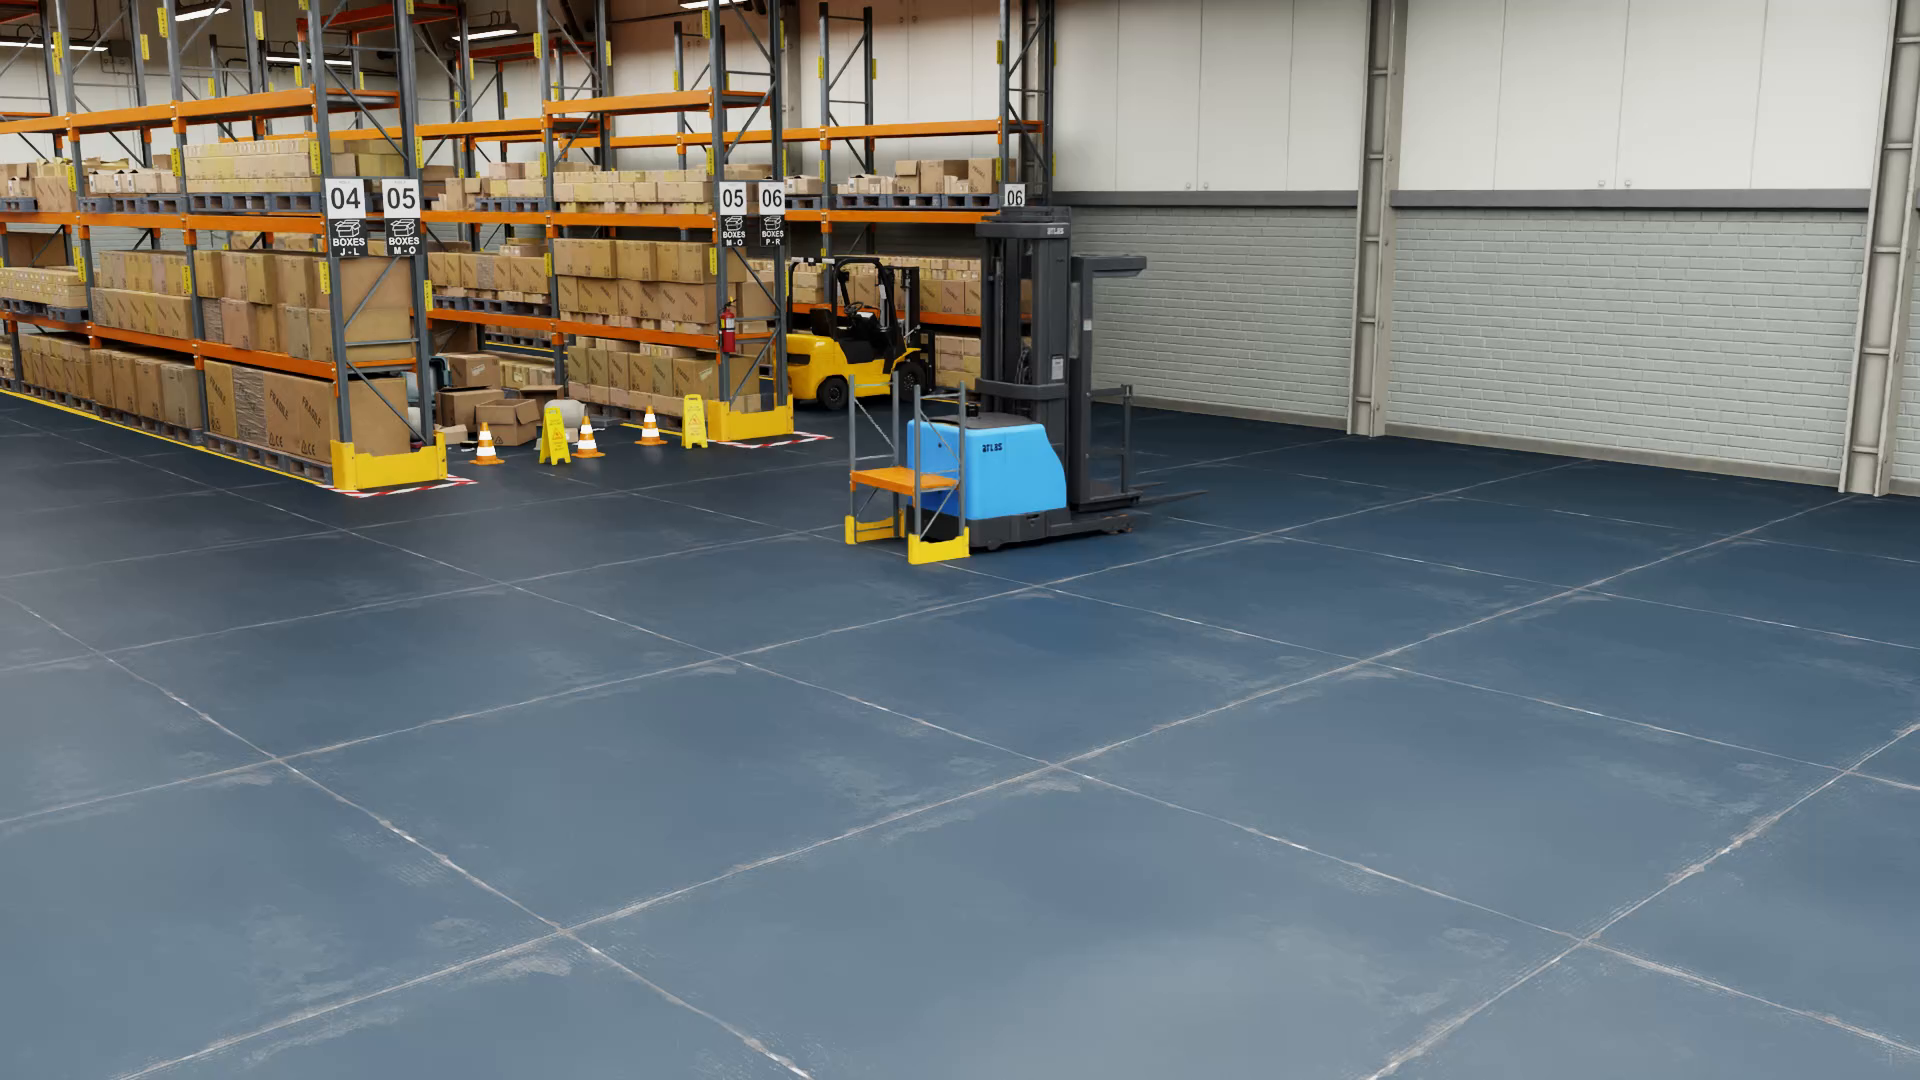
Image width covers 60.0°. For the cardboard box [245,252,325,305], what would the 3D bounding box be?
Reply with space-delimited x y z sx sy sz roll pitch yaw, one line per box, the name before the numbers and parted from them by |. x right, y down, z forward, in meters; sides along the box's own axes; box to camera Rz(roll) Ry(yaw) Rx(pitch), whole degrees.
cardboard box | -7.566 -2.983 18.907 0.875 0.550 0.500 -11 16 -43

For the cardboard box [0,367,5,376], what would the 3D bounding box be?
cardboard box | -15.295 -2.743 26.816 0.250 0.149 0.380 11 16 43

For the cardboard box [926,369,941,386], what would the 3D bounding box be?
cardboard box | -0.274 -2.522 25.491 0.500 0.250 0.500 -11 16 -42

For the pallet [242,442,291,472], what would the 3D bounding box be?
pallet | -7.590 -1.011 19.297 1.003 0.211 1.213 -11 16 -43

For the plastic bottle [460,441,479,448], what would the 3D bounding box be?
plastic bottle | -6.063 -1.181 20.493 0.283 0.061 0.133 6 13 26

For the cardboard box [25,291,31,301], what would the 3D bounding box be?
cardboard box | -13.585 -3.616 24.610 0.380 0.149 0.250 -11 16 -44

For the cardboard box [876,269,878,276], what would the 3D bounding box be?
cardboard box | -1.101 -4.201 26.012 0.380 0.149 0.250 -11 16 -43

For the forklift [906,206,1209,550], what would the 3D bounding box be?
forklift | 1.000 -1.560 15.221 3.031 2.935 1.130 -9 14 -36

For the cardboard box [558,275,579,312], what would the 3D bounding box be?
cardboard box | -5.293 -3.473 23.351 0.500 0.500 0.500 -11 16 -43

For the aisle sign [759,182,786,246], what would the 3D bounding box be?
aisle sign | -2.366 -4.105 20.961 0.394 0.787 0.004 -11 16 -43

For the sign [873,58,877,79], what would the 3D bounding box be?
sign | -1.389 -7.621 26.894 0.100 0.325 0.005 -11 16 -43

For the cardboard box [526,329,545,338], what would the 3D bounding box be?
cardboard box | -8.462 -4.422 34.097 0.500 0.500 0.700 11 16 43

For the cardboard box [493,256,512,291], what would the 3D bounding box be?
cardboard box | -6.575 -3.966 24.701 0.500 0.500 0.500 -10 15 -41

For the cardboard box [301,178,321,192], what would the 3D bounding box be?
cardboard box | -6.618 -3.695 17.315 0.380 0.149 0.250 -11 16 -43

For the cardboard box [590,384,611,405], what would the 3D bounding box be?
cardboard box | -4.806 -2.041 23.155 0.500 0.250 0.500 -10 15 -39

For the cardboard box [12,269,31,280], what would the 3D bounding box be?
cardboard box | -13.948 -3.983 24.916 0.380 0.149 0.250 -11 16 -43

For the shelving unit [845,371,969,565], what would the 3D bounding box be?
shelving unit | -0.468 -0.649 14.343 0.587 1.500 1.083 -8 14 -35

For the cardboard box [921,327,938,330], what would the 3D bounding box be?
cardboard box | -0.627 -3.230 26.452 0.500 0.250 0.500 -11 16 -42

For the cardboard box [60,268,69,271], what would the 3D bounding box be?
cardboard box | -13.467 -4.072 25.350 0.380 0.149 0.250 -11 16 -43

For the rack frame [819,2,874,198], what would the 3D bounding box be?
rack frame | -1.807 -7.012 26.646 1.000 3.000 0.127 -11 16 -43

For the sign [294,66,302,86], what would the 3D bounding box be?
sign | -11.338 -7.949 28.485 0.100 0.325 0.005 -11 16 -43

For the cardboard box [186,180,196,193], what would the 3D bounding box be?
cardboard box | -8.900 -4.177 19.654 0.380 0.149 0.250 -11 16 -43

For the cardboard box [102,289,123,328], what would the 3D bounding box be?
cardboard box | -11.200 -3.133 22.436 0.500 0.500 0.500 -11 16 -43

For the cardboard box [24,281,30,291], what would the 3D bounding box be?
cardboard box | -13.581 -3.761 24.576 0.380 0.149 0.250 -11 16 -43

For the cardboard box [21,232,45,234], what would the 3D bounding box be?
cardboard box | -14.934 -4.702 26.839 0.500 0.500 0.500 11 16 43

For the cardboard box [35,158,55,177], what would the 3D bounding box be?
cardboard box | -13.038 -5.362 23.923 0.396 0.266 0.258 -11 16 -43

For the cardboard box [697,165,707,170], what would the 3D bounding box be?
cardboard box | -4.246 -6.291 29.042 0.500 0.500 0.500 -11 16 -42

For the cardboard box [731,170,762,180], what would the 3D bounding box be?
cardboard box | -2.730 -4.615 21.090 0.380 0.149 0.250 -11 16 -43

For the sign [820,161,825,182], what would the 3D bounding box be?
sign | -2.193 -5.873 26.491 0.100 0.325 0.005 -11 16 -43

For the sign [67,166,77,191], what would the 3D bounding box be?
sign | -12.061 -4.908 22.585 0.100 0.325 0.005 -11 16 -43

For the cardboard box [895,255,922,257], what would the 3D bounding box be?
cardboard box | -0.815 -4.475 26.605 0.380 0.149 0.250 -11 16 -44

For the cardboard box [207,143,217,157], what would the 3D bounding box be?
cardboard box | -8.373 -4.457 19.035 0.380 0.149 0.250 -11 16 -43

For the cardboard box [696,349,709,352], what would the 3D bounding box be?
cardboard box | -3.711 -2.334 22.721 0.500 0.500 0.500 -10 16 -41

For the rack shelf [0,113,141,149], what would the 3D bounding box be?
rack shelf | -13.049 -5.943 24.230 1.077 0.370 4.000 -11 16 -43

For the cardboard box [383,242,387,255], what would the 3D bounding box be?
cardboard box | -9.064 -4.617 27.161 0.500 0.500 0.500 -11 16 -42

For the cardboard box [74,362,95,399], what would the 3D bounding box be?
cardboard box | -12.311 -2.302 23.805 0.500 0.500 0.500 -11 16 -43

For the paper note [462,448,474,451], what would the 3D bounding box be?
paper note | -5.969 -1.098 20.168 0.144 0.017 0.142 -5 13 -23

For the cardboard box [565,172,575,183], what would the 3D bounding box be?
cardboard box | -5.213 -4.993 22.925 0.380 0.149 0.250 -10 15 -41

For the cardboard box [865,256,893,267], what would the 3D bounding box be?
cardboard box | -1.270 -4.385 26.169 0.380 0.149 0.250 -10 16 -41

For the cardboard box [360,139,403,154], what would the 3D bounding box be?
cardboard box | -6.143 -4.178 17.680 0.380 0.149 0.250 -11 16 -42

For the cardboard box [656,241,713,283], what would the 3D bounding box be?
cardboard box | -3.487 -3.601 21.495 0.700 0.500 0.500 -11 16 -42

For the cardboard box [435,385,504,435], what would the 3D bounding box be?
cardboard box | -6.328 -1.681 21.485 0.797 0.637 0.503 -11 16 -43

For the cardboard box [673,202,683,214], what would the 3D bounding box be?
cardboard box | -3.436 -4.232 21.210 0.380 0.149 0.250 -10 15 -41

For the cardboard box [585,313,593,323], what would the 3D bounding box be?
cardboard box | -4.992 -3.104 23.165 0.380 0.149 0.250 -11 16 -43

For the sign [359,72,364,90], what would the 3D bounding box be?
sign | -10.535 -8.061 29.226 0.100 0.325 0.005 -11 16 -43

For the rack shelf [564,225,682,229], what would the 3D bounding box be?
rack shelf | -5.951 -6.066 31.272 1.077 0.370 4.000 -11 16 -43

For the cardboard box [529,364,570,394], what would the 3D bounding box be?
cardboard box | -5.759 -2.376 24.484 0.950 0.372 0.625 -11 16 -42

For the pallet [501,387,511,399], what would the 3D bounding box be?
pallet | -6.780 -2.307 25.588 1.003 0.211 1.213 -11 16 -43

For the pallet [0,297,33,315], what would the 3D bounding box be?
pallet | -14.007 -3.619 25.518 1.003 0.211 1.213 -11 16 -43

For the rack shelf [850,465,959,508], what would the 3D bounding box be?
rack shelf | -0.462 -0.471 14.372 0.538 0.185 1.000 -8 14 -35

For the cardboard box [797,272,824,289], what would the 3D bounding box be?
cardboard box | -2.332 -4.281 27.391 0.500 0.250 0.500 -11 16 -44

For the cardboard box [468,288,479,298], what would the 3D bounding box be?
cardboard box | -7.343 -3.815 25.577 0.380 0.149 0.250 -10 15 -39

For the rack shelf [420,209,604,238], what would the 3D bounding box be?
rack shelf | -6.776 -4.790 25.078 1.077 0.370 4.000 -11 16 -43

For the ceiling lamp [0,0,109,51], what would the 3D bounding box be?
ceiling lamp | -17.289 -10.984 31.459 2.000 3.185 0.800 -11 16 -43

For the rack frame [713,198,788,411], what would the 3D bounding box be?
rack frame | -2.633 -2.798 21.058 1.000 3.000 0.127 -11 16 -43
